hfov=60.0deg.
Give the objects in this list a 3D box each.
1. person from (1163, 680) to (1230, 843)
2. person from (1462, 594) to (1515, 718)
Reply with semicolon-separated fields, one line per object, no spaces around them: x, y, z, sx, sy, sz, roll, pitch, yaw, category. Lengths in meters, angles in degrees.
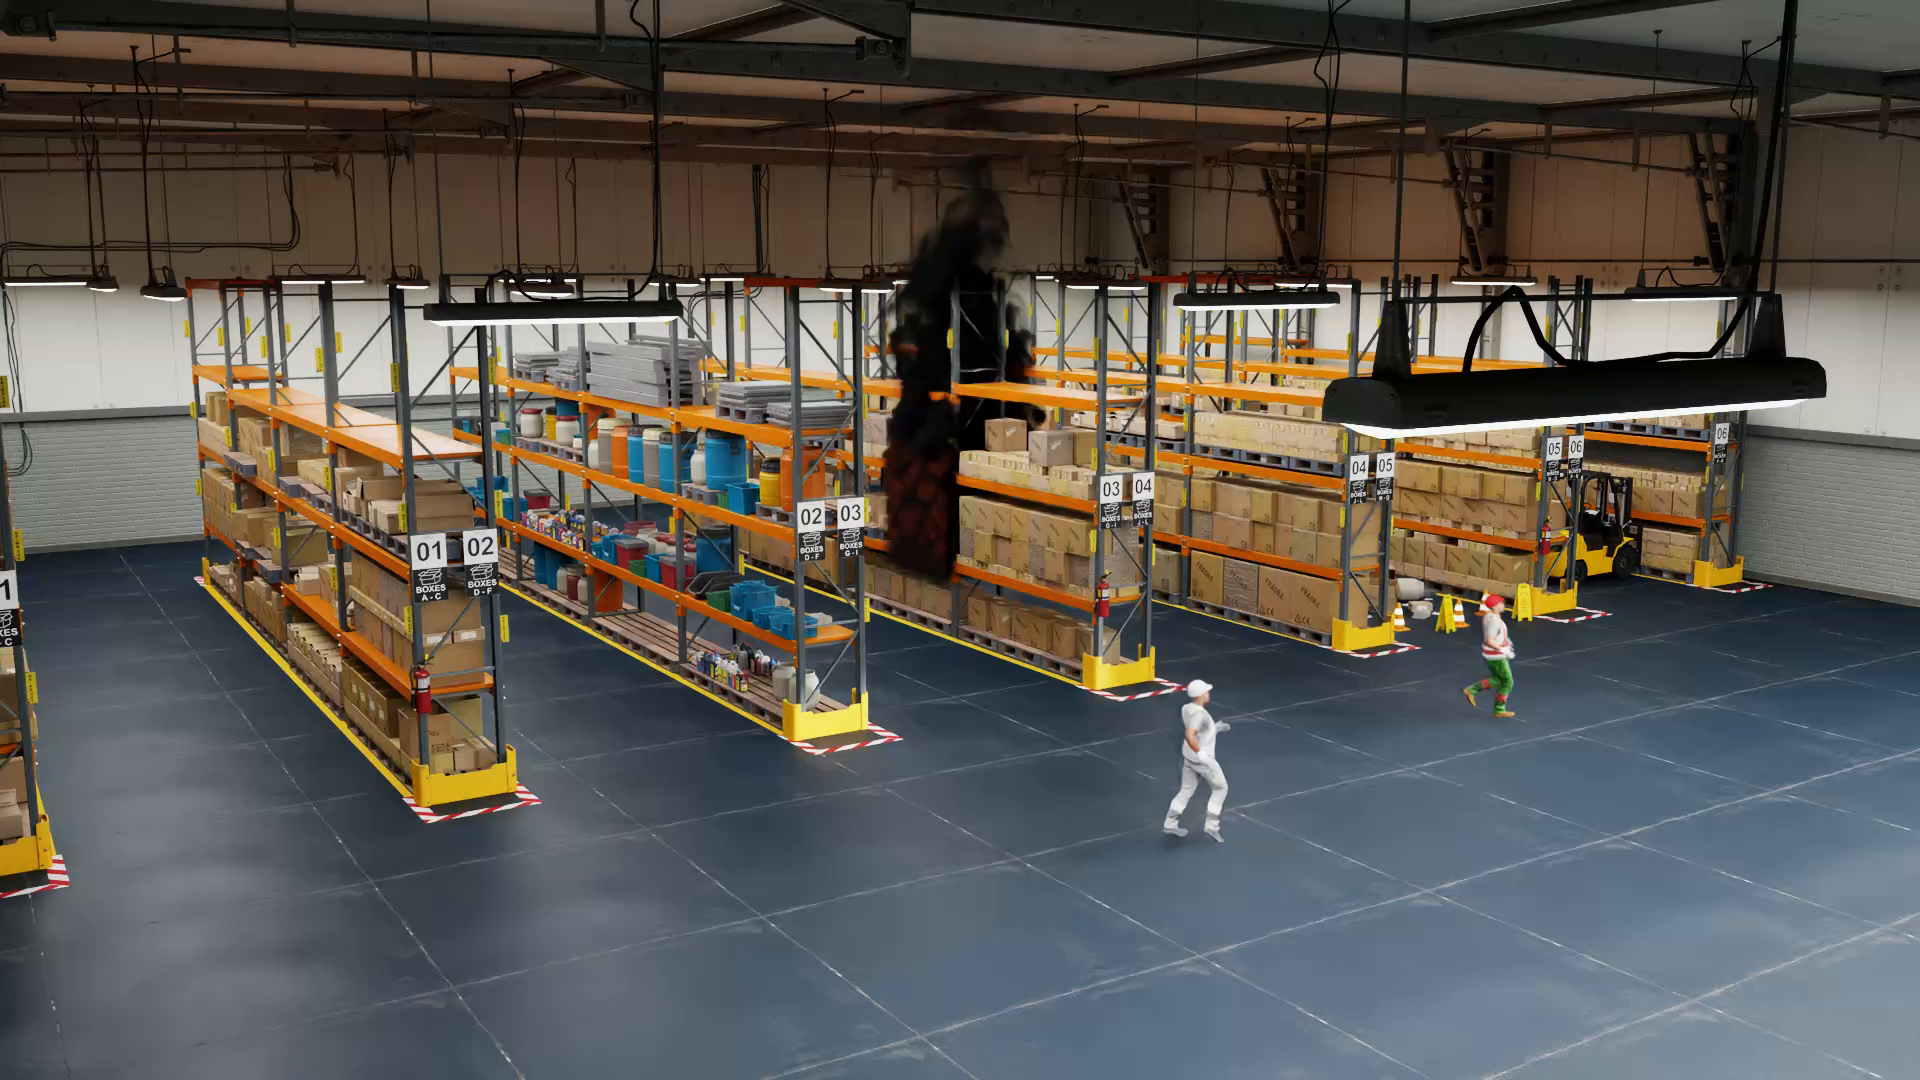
2.616;2.432;18.175;0.774;1.846;0.643;-3;10;-19;person
7.418;1.614;23.185;0.700;1.743;0.659;1;10;7;person
